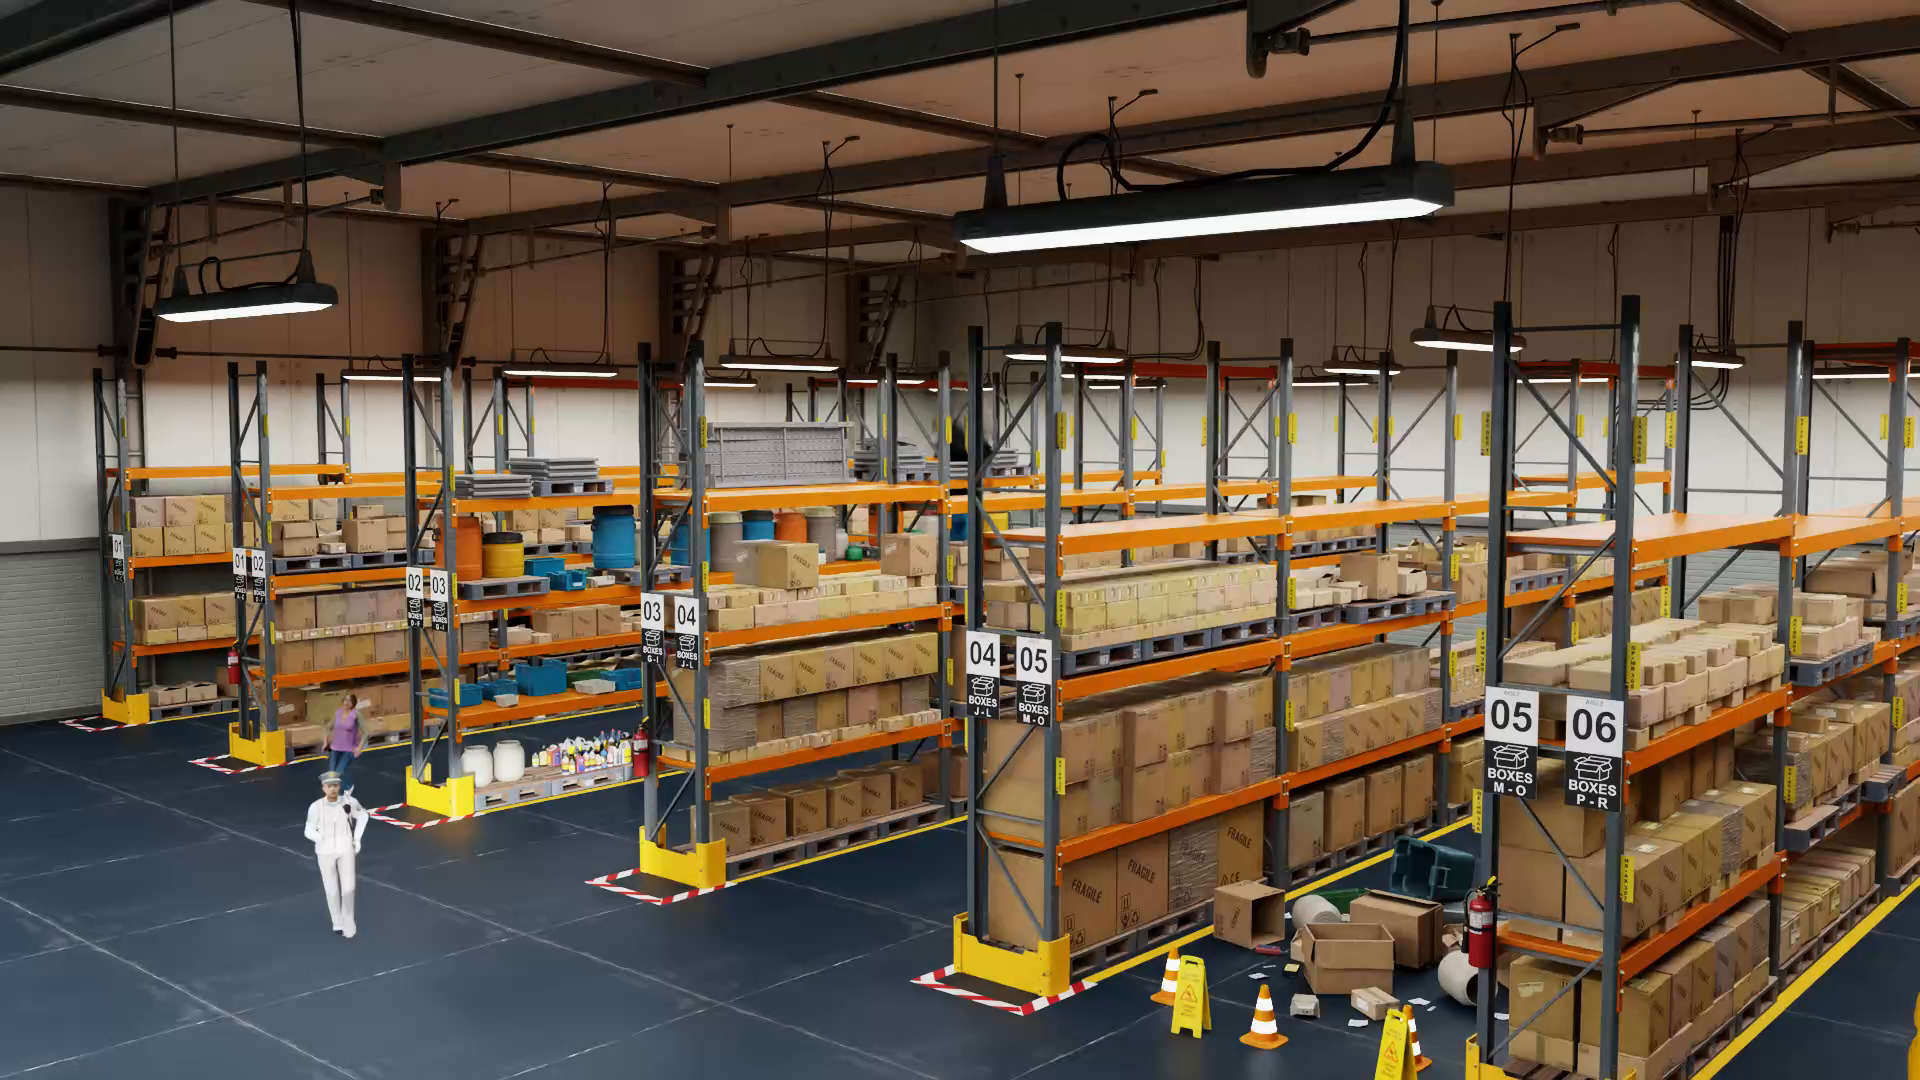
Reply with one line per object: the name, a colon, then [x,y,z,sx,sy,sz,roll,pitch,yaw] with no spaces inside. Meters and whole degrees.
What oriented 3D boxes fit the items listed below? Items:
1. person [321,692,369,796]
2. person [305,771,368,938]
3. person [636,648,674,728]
person: [-8.144,2.792,21.962,0.602,1.548,0.466,1,4,12]
person: [-6.172,3.116,16.478,0.588,1.693,0.665,-1,4,-19]
person: [-5.033,2.334,27.361,0.544,1.697,0.724,3,5,33]
